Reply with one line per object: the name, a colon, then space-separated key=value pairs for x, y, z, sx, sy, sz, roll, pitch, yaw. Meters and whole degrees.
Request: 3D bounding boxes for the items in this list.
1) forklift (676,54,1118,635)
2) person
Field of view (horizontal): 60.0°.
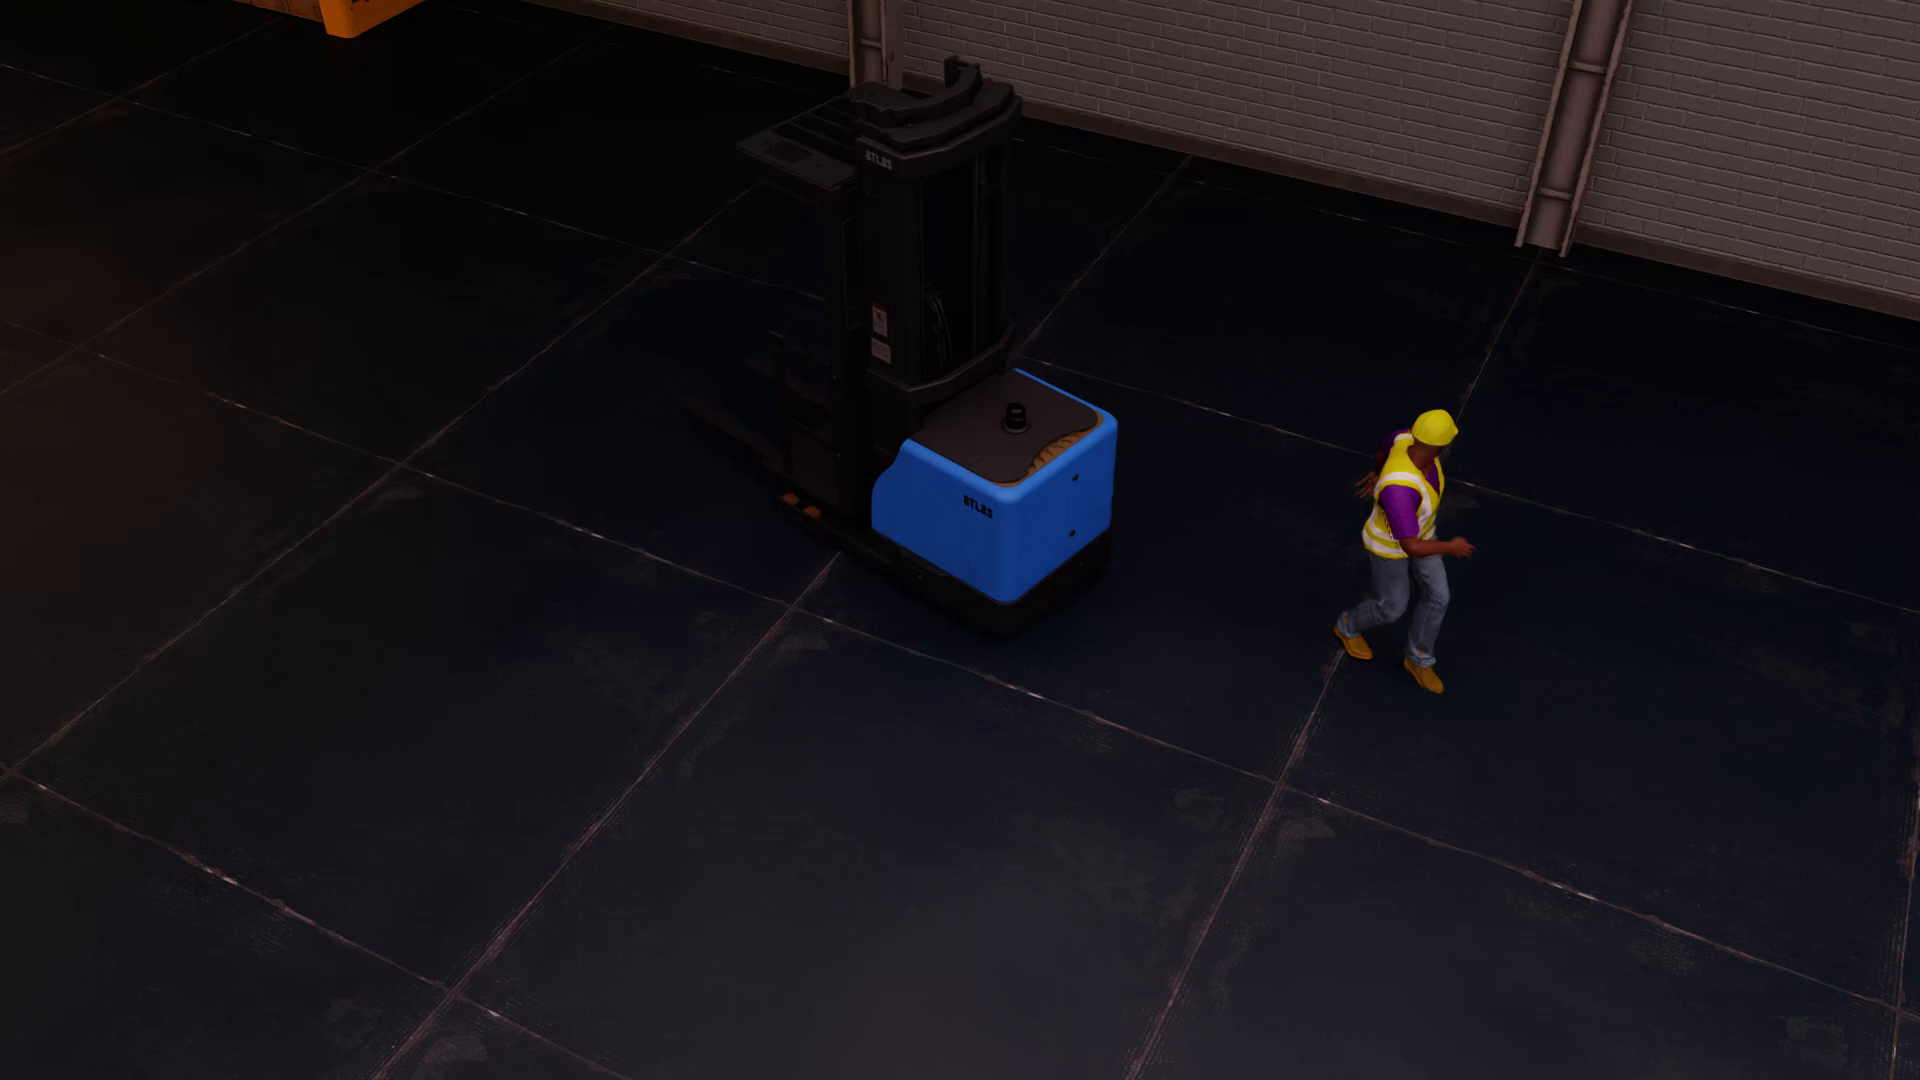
forklift: x=-0.526 y=-1.393 z=9.640 sx=3.031 sy=2.935 sz=1.130 roll=30 pitch=48 yaw=30
person: x=2.374 y=0.020 z=8.956 sx=0.613 sy=1.746 sz=0.911 roll=-32 pitch=50 yaw=-32
